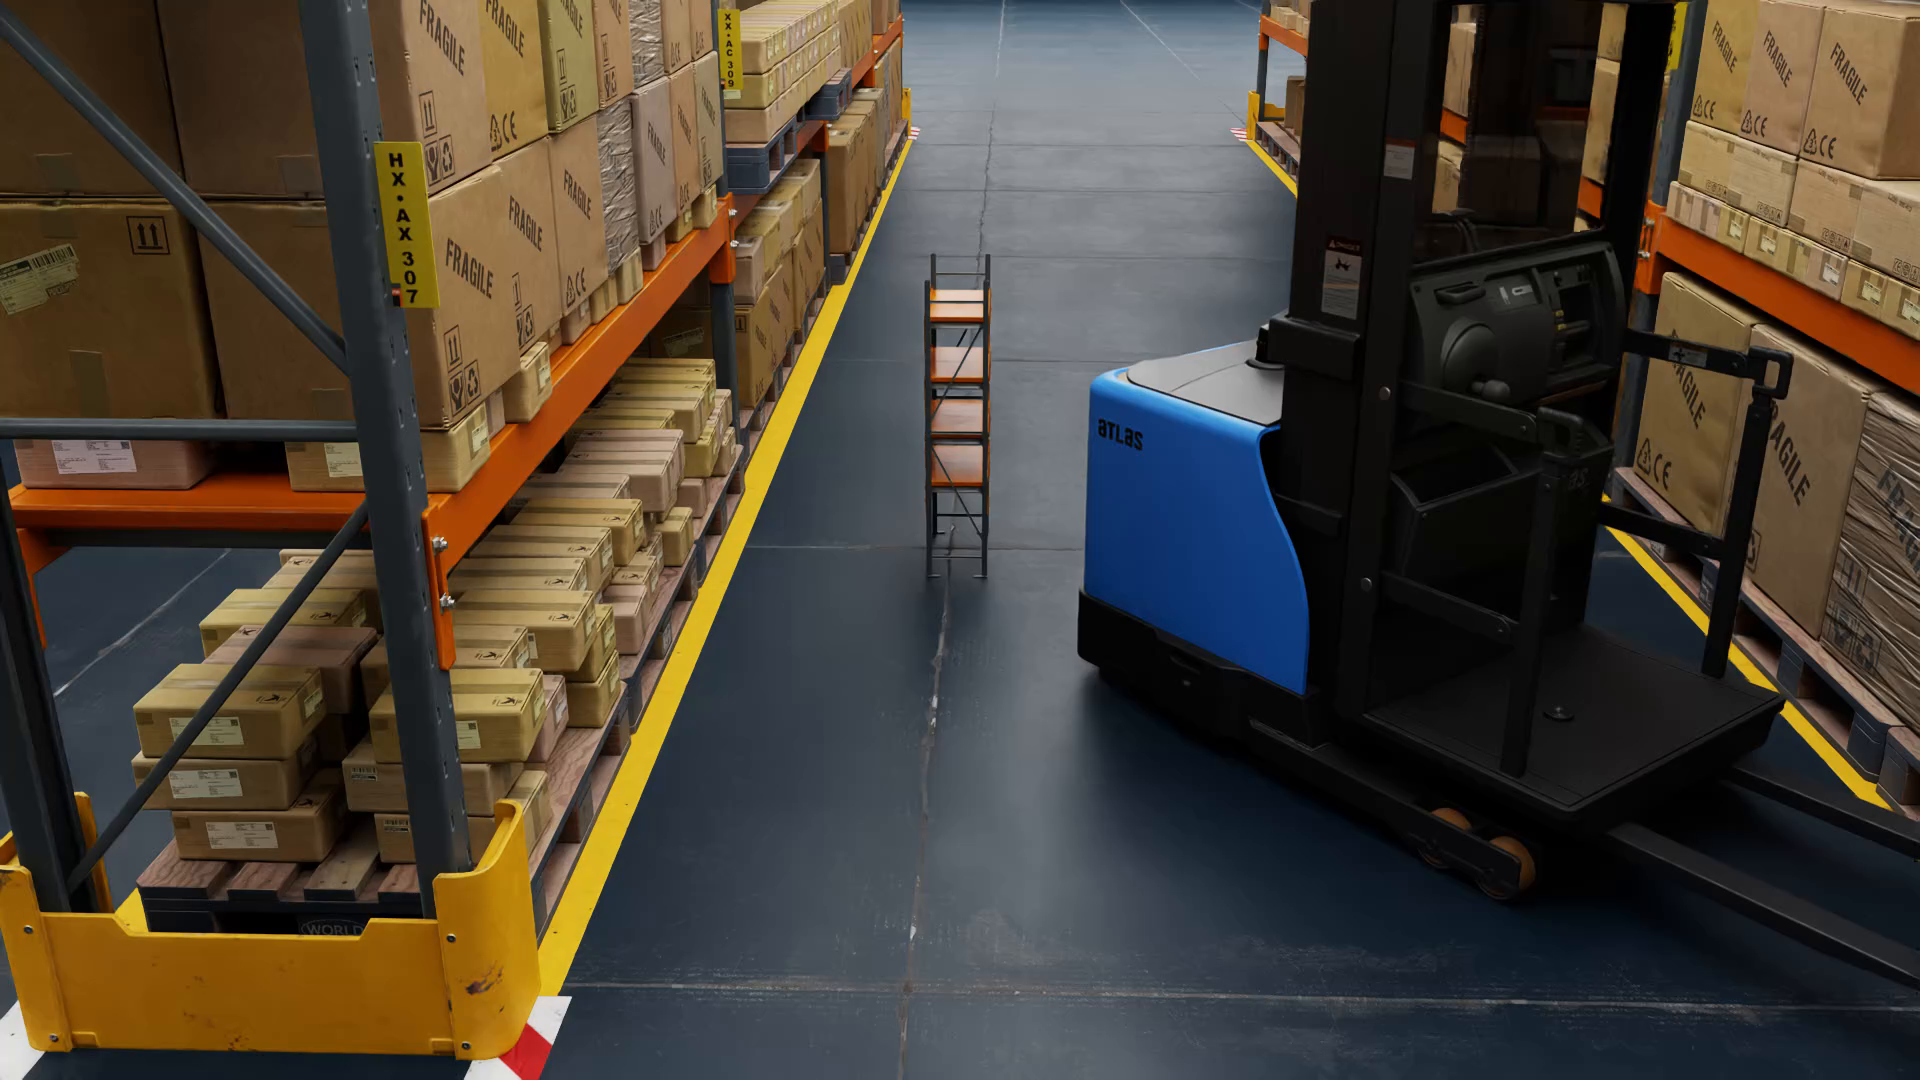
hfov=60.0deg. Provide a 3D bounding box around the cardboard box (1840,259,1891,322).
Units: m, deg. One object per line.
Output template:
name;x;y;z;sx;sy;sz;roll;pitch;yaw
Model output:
cardboard box;3.052;-0.793;5.272;0.380;0.149;0.250;0;21;0

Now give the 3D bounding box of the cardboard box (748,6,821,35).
cardboard box;-0.985;-2.919;9.348;0.380;0.149;0.250;1;21;2

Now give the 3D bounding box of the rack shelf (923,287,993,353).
rack shelf;-0.005;-0.866;6.515;0.258;0.148;0.480;1;21;2

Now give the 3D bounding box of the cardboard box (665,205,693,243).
cardboard box;-1.256;-1.254;6.462;0.380;0.149;0.250;1;21;4

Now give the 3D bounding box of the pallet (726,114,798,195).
pallet;-1.346;-1.853;7.923;1.003;0.211;1.213;1;21;2

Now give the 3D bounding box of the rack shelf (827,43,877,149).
rack shelf;-1.332;-3.502;12.902;1.077;0.370;4.000;1;21;2

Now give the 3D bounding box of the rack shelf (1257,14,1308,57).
rack shelf;3.744;-4.857;16.394;1.077;0.370;4.000;1;21;2

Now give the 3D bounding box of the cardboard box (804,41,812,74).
cardboard box;-0.998;-2.588;8.907;0.380;0.149;0.250;0;21;1

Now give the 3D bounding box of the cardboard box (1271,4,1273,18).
cardboard box;3.558;-5.698;17.914;0.380;0.149;0.250;1;21;2

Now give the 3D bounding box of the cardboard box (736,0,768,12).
cardboard box;-1.370;-3.789;11.127;0.700;0.500;0.500;1;21;1

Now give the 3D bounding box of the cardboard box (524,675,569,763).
cardboard box;-1.299;0.488;4.573;0.380;0.149;0.250;1;21;1

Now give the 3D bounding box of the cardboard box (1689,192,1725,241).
cardboard box;3.090;-1.261;6.480;0.380;0.149;0.250;0;21;0

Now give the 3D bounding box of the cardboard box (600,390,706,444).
cardboard box;-1.234;-0.497;6.702;0.380;0.149;0.250;0;21;1

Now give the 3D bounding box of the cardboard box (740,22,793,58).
cardboard box;-1.020;-2.445;8.128;0.380;0.149;0.250;0;21;1

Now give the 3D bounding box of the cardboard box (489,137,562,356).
cardboard box;-1.356;-0.760;4.291;0.500;0.500;0.500;1;21;2

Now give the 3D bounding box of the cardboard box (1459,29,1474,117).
cardboard box;3.261;-2.710;9.729;0.500;0.500;0.500;0;21;0

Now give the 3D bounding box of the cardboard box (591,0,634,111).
cardboard box;-1.298;-1.587;5.040;0.500;0.500;0.500;0;21;0

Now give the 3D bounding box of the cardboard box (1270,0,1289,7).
cardboard box;3.761;-5.902;17.544;0.875;0.500;0.500;1;21;2

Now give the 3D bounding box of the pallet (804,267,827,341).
pallet;-1.418;-1.531;10.684;1.003;0.211;1.213;1;21;2

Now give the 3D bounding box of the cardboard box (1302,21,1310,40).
cardboard box;3.377;-4.705;15.354;0.380;0.149;0.250;1;21;2

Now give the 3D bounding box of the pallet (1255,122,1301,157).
pallet;3.742;-4.295;17.805;1.003;0.211;1.213;1;21;2

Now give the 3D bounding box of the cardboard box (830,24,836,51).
cardboard box;-0.960;-3.051;10.101;0.380;0.149;0.250;1;21;4

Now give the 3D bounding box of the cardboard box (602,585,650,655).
cardboard box;-1.249;0.267;5.555;0.380;0.149;0.250;0;21;-1

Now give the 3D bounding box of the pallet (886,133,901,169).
pallet;-1.136;-3.977;16.986;1.003;0.211;1.213;1;21;2

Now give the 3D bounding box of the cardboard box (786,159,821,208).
cardboard box;-1.152;-2.244;10.503;0.500;0.250;0.500;0;21;0

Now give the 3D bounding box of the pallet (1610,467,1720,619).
pallet;3.338;-0.002;6.743;1.003;0.211;1.213;1;21;2

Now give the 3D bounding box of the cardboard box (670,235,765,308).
cardboard box;-1.228;-1.312;8.102;0.500;0.250;0.500;0;21;-1

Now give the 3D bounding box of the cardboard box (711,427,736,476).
cardboard box;-1.186;-0.389;7.245;0.380;0.149;0.250;1;21;2

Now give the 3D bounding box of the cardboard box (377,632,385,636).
cardboard box;-1.781;0.295;5.071;0.380;0.149;0.250;0;21;1

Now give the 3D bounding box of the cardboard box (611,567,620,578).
cardboard box;-1.366;0.014;5.795;0.380;0.149;0.250;2;21;4

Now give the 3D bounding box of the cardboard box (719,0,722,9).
cardboard box;-1.618;-3.119;9.865;0.380;0.149;0.250;1;21;1

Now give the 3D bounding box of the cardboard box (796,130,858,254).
cardboard box;-1.285;-2.480;11.804;1.050;0.750;0.750;0;21;1

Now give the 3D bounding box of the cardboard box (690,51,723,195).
cardboard box;-1.247;-1.675;6.650;0.500;0.500;0.500;1;21;2

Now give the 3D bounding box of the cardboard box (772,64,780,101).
cardboard box;-1.037;-2.116;7.692;0.380;0.149;0.250;0;21;1

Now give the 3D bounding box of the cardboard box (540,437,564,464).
cardboard box;-1.744;-0.404;6.462;0.380;0.149;0.250;0;21;0

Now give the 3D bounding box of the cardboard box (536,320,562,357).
cardboard box;-1.367;-0.600;4.776;0.380;0.149;0.250;0;21;1

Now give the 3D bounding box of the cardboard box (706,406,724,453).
cardboard box;-1.203;-0.458;7.011;0.380;0.149;0.250;0;21;-1

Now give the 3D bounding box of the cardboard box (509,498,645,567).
cardboard box;-1.261;-0.027;5.491;0.380;0.149;0.250;1;21;2

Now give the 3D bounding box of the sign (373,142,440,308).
sign;-1.094;-0.619;3.281;0.100;0.325;0.005;1;21;2

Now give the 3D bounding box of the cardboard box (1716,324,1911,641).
cardboard box;3.312;-0.219;5.802;0.875;0.875;0.875;1;21;2

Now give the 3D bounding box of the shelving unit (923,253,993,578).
shelving unit;-0.005;-0.500;6.658;0.258;1.200;0.503;1;21;2

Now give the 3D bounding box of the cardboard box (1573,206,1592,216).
cardboard box;3.466;-1.337;8.683;1.225;0.875;0.875;0;21;0

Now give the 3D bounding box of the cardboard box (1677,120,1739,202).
cardboard box;3.164;-1.478;6.488;0.500;0.250;0.500;0;21;1

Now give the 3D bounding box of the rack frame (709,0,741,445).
rack frame;-1.515;-1.668;7.180;1.000;3.000;0.127;1;21;2

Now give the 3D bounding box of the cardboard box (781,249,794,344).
cardboard box;-1.210;-1.343;9.219;0.500;0.500;0.500;1;21;3

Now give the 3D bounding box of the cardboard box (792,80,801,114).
cardboard box;-1.013;-2.257;8.466;0.380;0.149;0.250;0;21;-1

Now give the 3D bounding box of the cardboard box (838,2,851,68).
cardboard box;-1.081;-3.686;12.244;0.500;0.500;0.500;1;21;2

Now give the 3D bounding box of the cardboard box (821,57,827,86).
cardboard box;-0.977;-2.736;9.701;0.380;0.149;0.250;0;21;1

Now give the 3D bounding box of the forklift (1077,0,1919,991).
forklift;1.703;-0.593;4.505;1.130;2.935;3.031;-15;26;-34

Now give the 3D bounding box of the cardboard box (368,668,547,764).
cardboard box;-1.281;0.449;4.264;0.380;0.149;0.250;0;21;-1

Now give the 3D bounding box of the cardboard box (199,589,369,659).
cardboard box;-1.928;0.255;4.763;0.380;0.149;0.250;0;21;0
